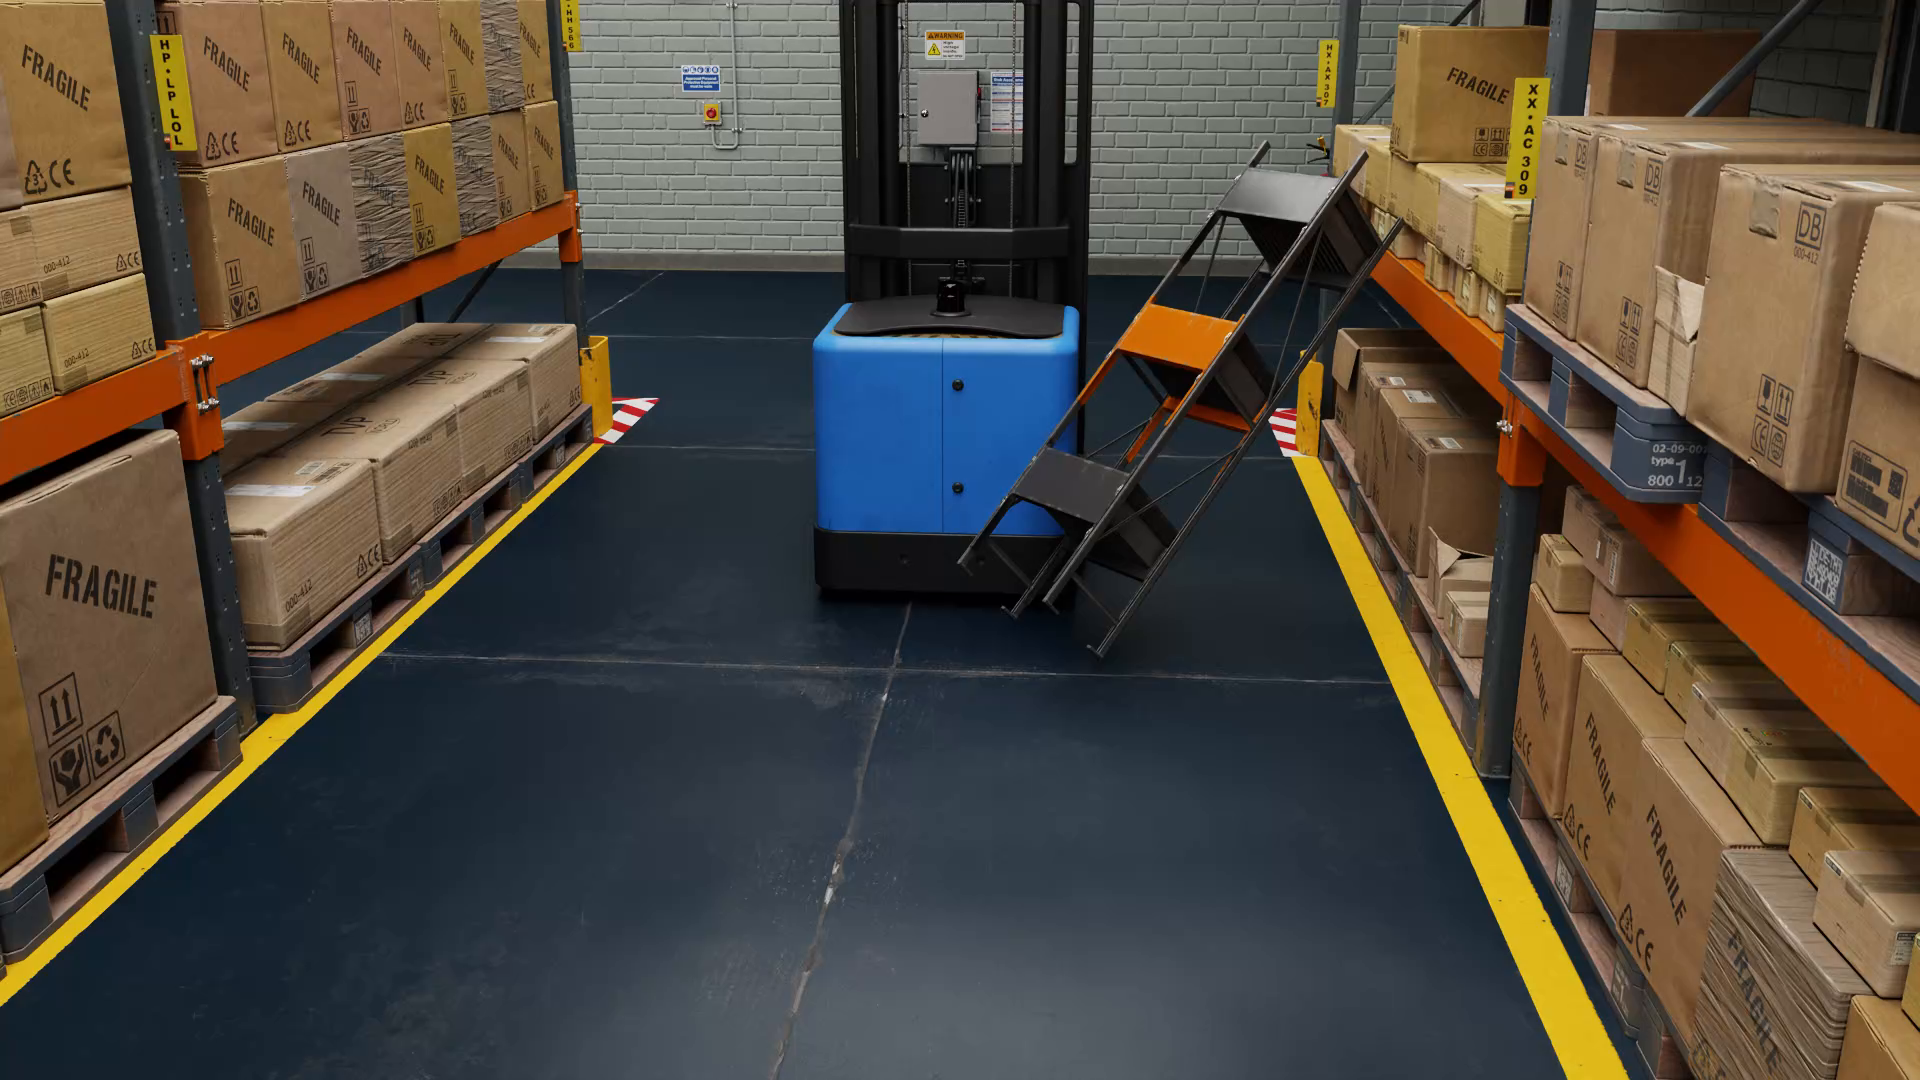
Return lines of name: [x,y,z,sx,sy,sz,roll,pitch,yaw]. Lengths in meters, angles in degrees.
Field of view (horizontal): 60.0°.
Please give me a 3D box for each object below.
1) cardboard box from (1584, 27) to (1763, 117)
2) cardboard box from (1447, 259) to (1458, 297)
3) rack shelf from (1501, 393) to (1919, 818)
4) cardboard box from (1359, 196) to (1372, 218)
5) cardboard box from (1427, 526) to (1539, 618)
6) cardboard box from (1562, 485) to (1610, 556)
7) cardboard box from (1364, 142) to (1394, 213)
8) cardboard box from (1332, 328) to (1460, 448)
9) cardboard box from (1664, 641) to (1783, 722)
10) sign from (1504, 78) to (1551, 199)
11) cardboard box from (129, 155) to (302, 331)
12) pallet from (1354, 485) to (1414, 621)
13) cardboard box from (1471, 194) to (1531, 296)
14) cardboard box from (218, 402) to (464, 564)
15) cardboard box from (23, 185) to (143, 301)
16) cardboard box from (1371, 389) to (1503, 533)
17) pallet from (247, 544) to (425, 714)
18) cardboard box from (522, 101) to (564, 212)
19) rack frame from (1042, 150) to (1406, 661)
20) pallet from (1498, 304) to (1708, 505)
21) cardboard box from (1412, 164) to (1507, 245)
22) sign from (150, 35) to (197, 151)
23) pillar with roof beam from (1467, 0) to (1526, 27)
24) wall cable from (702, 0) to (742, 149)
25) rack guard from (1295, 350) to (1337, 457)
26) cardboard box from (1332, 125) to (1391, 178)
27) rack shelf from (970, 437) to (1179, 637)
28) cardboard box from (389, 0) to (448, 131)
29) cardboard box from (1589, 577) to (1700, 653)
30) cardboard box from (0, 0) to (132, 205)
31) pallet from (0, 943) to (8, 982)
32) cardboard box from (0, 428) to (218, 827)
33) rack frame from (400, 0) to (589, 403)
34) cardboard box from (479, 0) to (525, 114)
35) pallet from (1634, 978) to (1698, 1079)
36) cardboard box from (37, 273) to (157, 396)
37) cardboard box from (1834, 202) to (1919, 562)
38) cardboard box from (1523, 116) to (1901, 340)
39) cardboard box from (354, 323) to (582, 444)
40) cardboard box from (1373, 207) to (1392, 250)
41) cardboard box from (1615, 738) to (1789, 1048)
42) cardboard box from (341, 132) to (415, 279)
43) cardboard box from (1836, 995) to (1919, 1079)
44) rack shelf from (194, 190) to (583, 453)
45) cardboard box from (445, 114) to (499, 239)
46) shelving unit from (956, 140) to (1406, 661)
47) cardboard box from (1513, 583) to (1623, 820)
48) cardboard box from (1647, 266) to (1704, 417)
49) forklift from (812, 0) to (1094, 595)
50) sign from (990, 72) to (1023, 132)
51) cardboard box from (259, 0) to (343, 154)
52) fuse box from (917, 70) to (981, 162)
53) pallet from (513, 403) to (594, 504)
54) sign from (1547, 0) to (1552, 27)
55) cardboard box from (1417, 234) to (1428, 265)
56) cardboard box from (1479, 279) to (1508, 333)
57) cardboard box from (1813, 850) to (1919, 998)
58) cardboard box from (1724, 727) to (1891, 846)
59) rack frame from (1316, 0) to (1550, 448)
cardboard box: [2.487,-1.572,5.961,0.500,0.500,0.500,1,18,2]
cardboard box: [1.923,-0.917,5.809,0.380,0.149,0.250,2,18,5]
rack shelf: [1.971,0.275,2.923,1.077,0.370,4.000,1,18,4]
cardboard box: [2.132,-1.635,8.000,0.380,0.149,0.250,2,18,5]
cardboard box: [1.887,0.121,5.954,0.396,0.266,0.258,2,18,6]
cardboard box: [1.884,-0.043,4.557,0.380,0.149,0.250,1,18,3]
cardboard box: [2.031,-1.552,7.105,0.500,0.250,0.500,1,18,3]
cardboard box: [2.263,-0.756,8.248,0.797,0.503,0.637,1,18,2]
cardboard box: [1.867,0.350,3.835,0.380,0.149,0.250,1,18,3]
sign: [1.573,-1.110,4.602,0.100,0.325,0.005,1,18,4]
cardboard box: [-2.542,-0.986,5.453,0.500,0.500,0.500,2,18,6]
pallet: [2.249,0.044,6.952,1.003,0.211,1.213,1,18,4]
cardboard box: [1.908,-0.922,5.183,0.500,0.250,0.500,2,18,5]
cardboard box: [-2.621,-0.251,6.812,0.875,0.438,0.875,1,18,2]
cardboard box: [-2.626,-0.822,4.553,0.500,0.250,0.500,1,18,4]
cardboard box: [2.025,-0.328,6.947,0.500,0.500,0.500,2,18,5]
pallet: [-2.704,0.293,6.191,1.003,0.211,1.213,1,18,4]
cardboard box: [-2.321,-1.932,8.342,0.500,0.500,0.500,1,18,4]
rack frame: [1.004,-0.507,6.097,0.015,0.400,2.100,23,72,49]
pallet: [1.948,-0.352,3.987,1.003,0.211,1.213,1,18,4]
cardboard box: [1.978,-1.233,6.131,0.500,0.250,0.500,1,18,4]
sign: [-2.295,-1.302,4.846,0.100,0.325,0.005,1,18,4]
pillar with roof beam: [-0.800,-5.695,10.352,9.100,9.000,0.400,1,18,4]
wall cable: [-2.169,-4.290,14.016,0.585,1.953,0.123,1,18,4]
rack guard: [2.396,-0.719,8.816,1.175,0.500,0.348,1,18,4]
cardboard box: [2.100,-1.866,8.064,0.500,0.250,0.500,1,18,4]
rack shelf: [0.443,-0.005,6.137,0.480,0.431,0.518,23,72,49]
cardboard box: [-2.432,-1.935,6.746,0.500,0.500,0.500,1,18,4]
cardboard box: [1.881,0.185,4.340,0.380,0.149,0.250,1,18,2]
cardboard box: [-2.618,-1.176,4.430,0.500,0.500,0.500,2,18,6]
pallet: [-2.902,1.148,3.580,1.003,0.211,1.213,1,18,4]
cardboard box: [-2.801,0.206,4.714,0.875,0.875,0.875,2,18,6]
rack frame: [-2.550,-2.040,8.833,1.000,3.000,0.127,1,18,4]
cardboard box: [-2.355,-2.245,7.691,0.500,0.500,0.500,1,18,4]
pallet: [2.009,1.270,3.208,1.003,0.211,1.213,1,18,4]
cardboard box: [-2.617,-0.582,4.623,0.500,0.250,0.500,1,18,3]
cardboard box: [1.760,-0.206,2.394,0.797,0.503,0.637,1,18,3]
cardboard box: [1.857,-0.790,4.183,0.700,0.500,0.500,2,18,5]
cardboard box: [-2.498,-0.815,8.534,0.875,0.438,0.875,1,18,2]
cardboard box: [1.962,-1.316,7.027,0.380,0.149,0.250,1,18,2]
cardboard box: [1.787,0.765,3.610,0.500,0.500,0.500,1,18,2]
cardboard box: [-2.460,-1.296,6.401,0.500,0.500,0.500,1,18,4]
cardboard box: [1.725,1.088,2.625,0.500,0.500,0.500,2,18,6]
rack shelf: [-2.693,-1.077,7.049,1.077,0.370,4.000,1,18,4]
cardboard box: [-2.399,-1.617,7.379,0.500,0.500,0.500,2,18,6]
shelving unit: [0.855,-0.570,6.279,0.503,0.431,2.100,23,72,49]
cardboard box: [1.855,0.445,4.588,0.500,0.500,0.500,2,18,6]
cardboard box: [1.632,-0.401,3.372,0.396,0.266,0.258,2,18,7]
forklift: [0.048,-1.588,7.564,1.130,2.935,3.031,1,18,4]
sign: [0.423,-3.708,14.075,0.329,0.494,0.001,1,18,4]
cardboard box: [-2.519,-1.620,5.783,0.500,0.500,0.500,1,18,3]
fuse box: [-0.084,-3.088,14.098,0.539,1.711,0.414,1,18,4]
pallet: [-2.529,-0.465,8.504,1.003,0.211,1.213,1,18,4]
sign: [2.953,-2.613,8.212,0.100,0.325,0.005,1,18,4]
cardboard box: [2.014,-1.153,6.527,0.380,0.149,0.250,1,18,4]
cardboard box: [1.882,-0.755,5.314,0.380,0.149,0.250,2,18,5]
cardboard box: [1.733,0.664,2.879,0.380,0.149,0.250,0,18,1]
cardboard box: [1.792,0.504,3.366,0.380,0.149,0.250,2,18,6]
rack frame: [2.401,-1.931,8.498,1.000,3.000,0.127,1,18,4]
